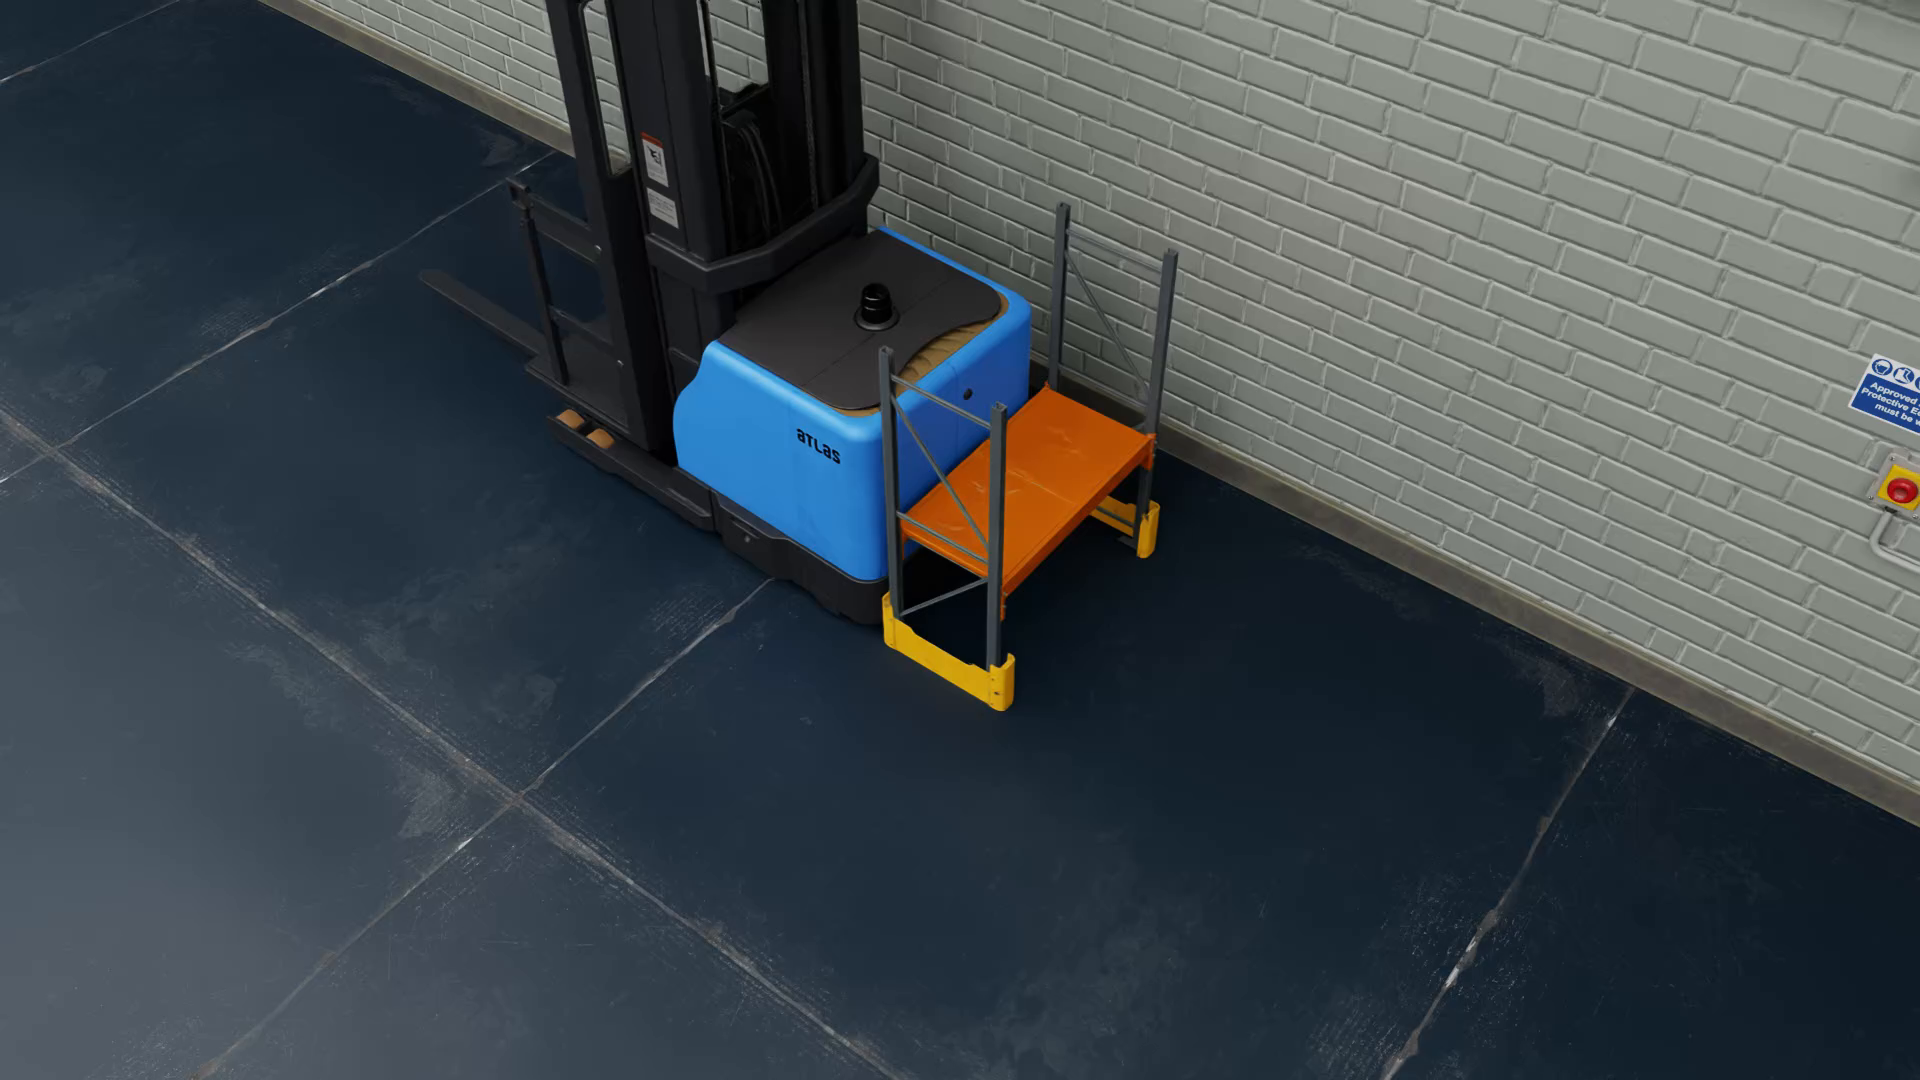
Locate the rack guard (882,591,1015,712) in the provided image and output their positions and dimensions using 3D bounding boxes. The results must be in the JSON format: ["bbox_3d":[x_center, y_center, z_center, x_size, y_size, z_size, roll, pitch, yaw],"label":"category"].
[{"bbox_3d":[-0.047,0.418,6.342,0.587,0.250,0.087,29,53,25],"label":"rack guard"}]

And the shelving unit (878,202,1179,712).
[{"bbox_3d":[0.254,-0.300,6.164,0.587,1.500,1.083,29,53,25],"label":"shelving unit"}]

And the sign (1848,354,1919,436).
[{"bbox_3d":[2.905,-0.420,5.055,0.327,0.218,0.001,29,53,25],"label":"sign"}]

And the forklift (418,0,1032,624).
[{"bbox_3d":[-1.167,-1.592,6.408,3.031,2.935,1.130,31,54,26],"label":"forklift"}]

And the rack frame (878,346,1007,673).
[{"bbox_3d":[-0.059,-0.002,5.880,0.500,1.500,0.032,29,53,25],"label":"rack frame"}]

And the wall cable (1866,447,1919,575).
[{"bbox_3d":[2.906,-0.632,4.720,0.585,1.953,0.123,29,53,25],"label":"wall cable"}]

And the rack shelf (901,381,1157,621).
[{"bbox_3d":[0.248,-0.171,6.290,0.538,0.185,1.000,29,53,25],"label":"rack shelf"}]

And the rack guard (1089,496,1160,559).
[{"bbox_3d":[0.555,-0.156,6.891,0.587,0.250,0.087,29,53,25],"label":"rack guard"}]

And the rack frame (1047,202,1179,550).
[{"bbox_3d":[0.555,-0.588,6.439,0.500,1.500,0.032,29,53,25],"label":"rack frame"}]
